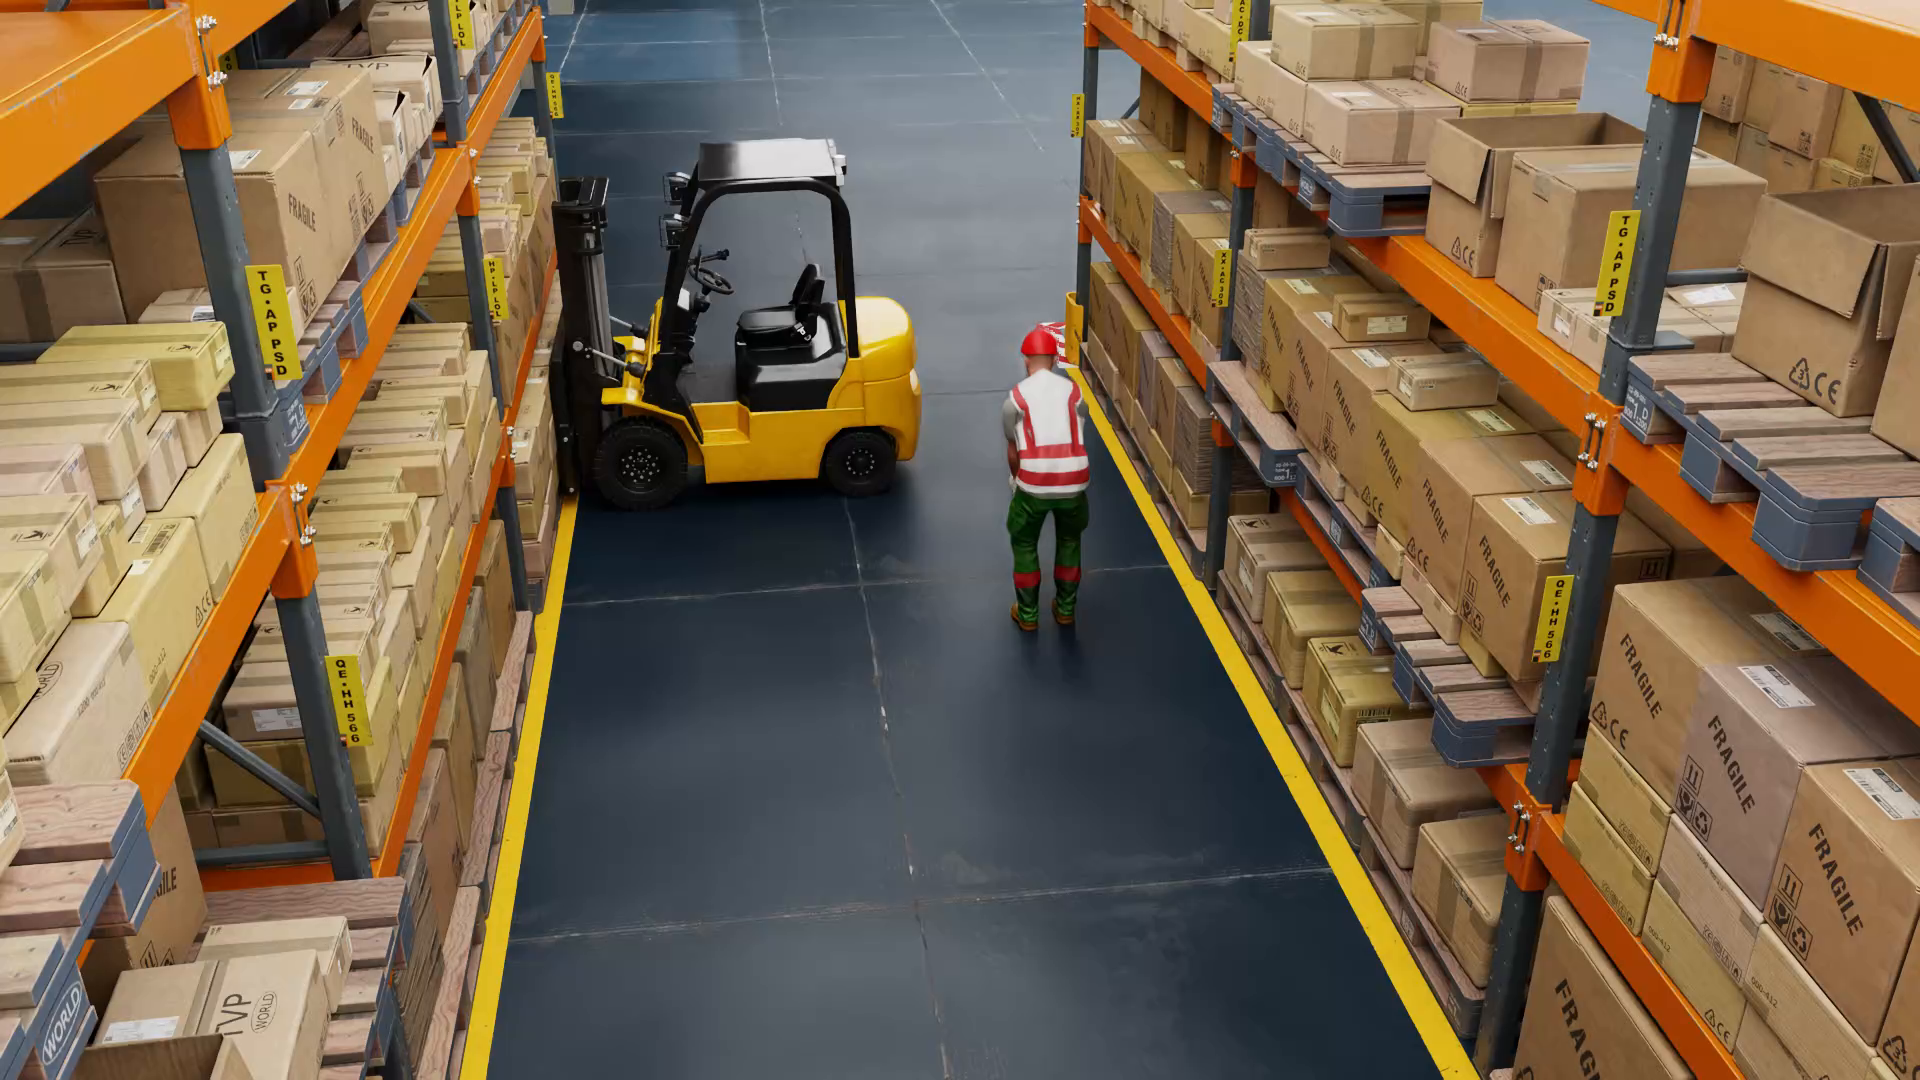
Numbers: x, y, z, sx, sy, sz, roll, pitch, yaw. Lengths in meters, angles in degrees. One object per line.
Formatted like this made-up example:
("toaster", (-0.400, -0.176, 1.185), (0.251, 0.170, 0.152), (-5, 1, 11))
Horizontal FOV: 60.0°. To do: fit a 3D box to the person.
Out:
("person", (0.475, -0.334, 9.377), (0.483, 1.671, 0.687), (-4, 27, -8))
